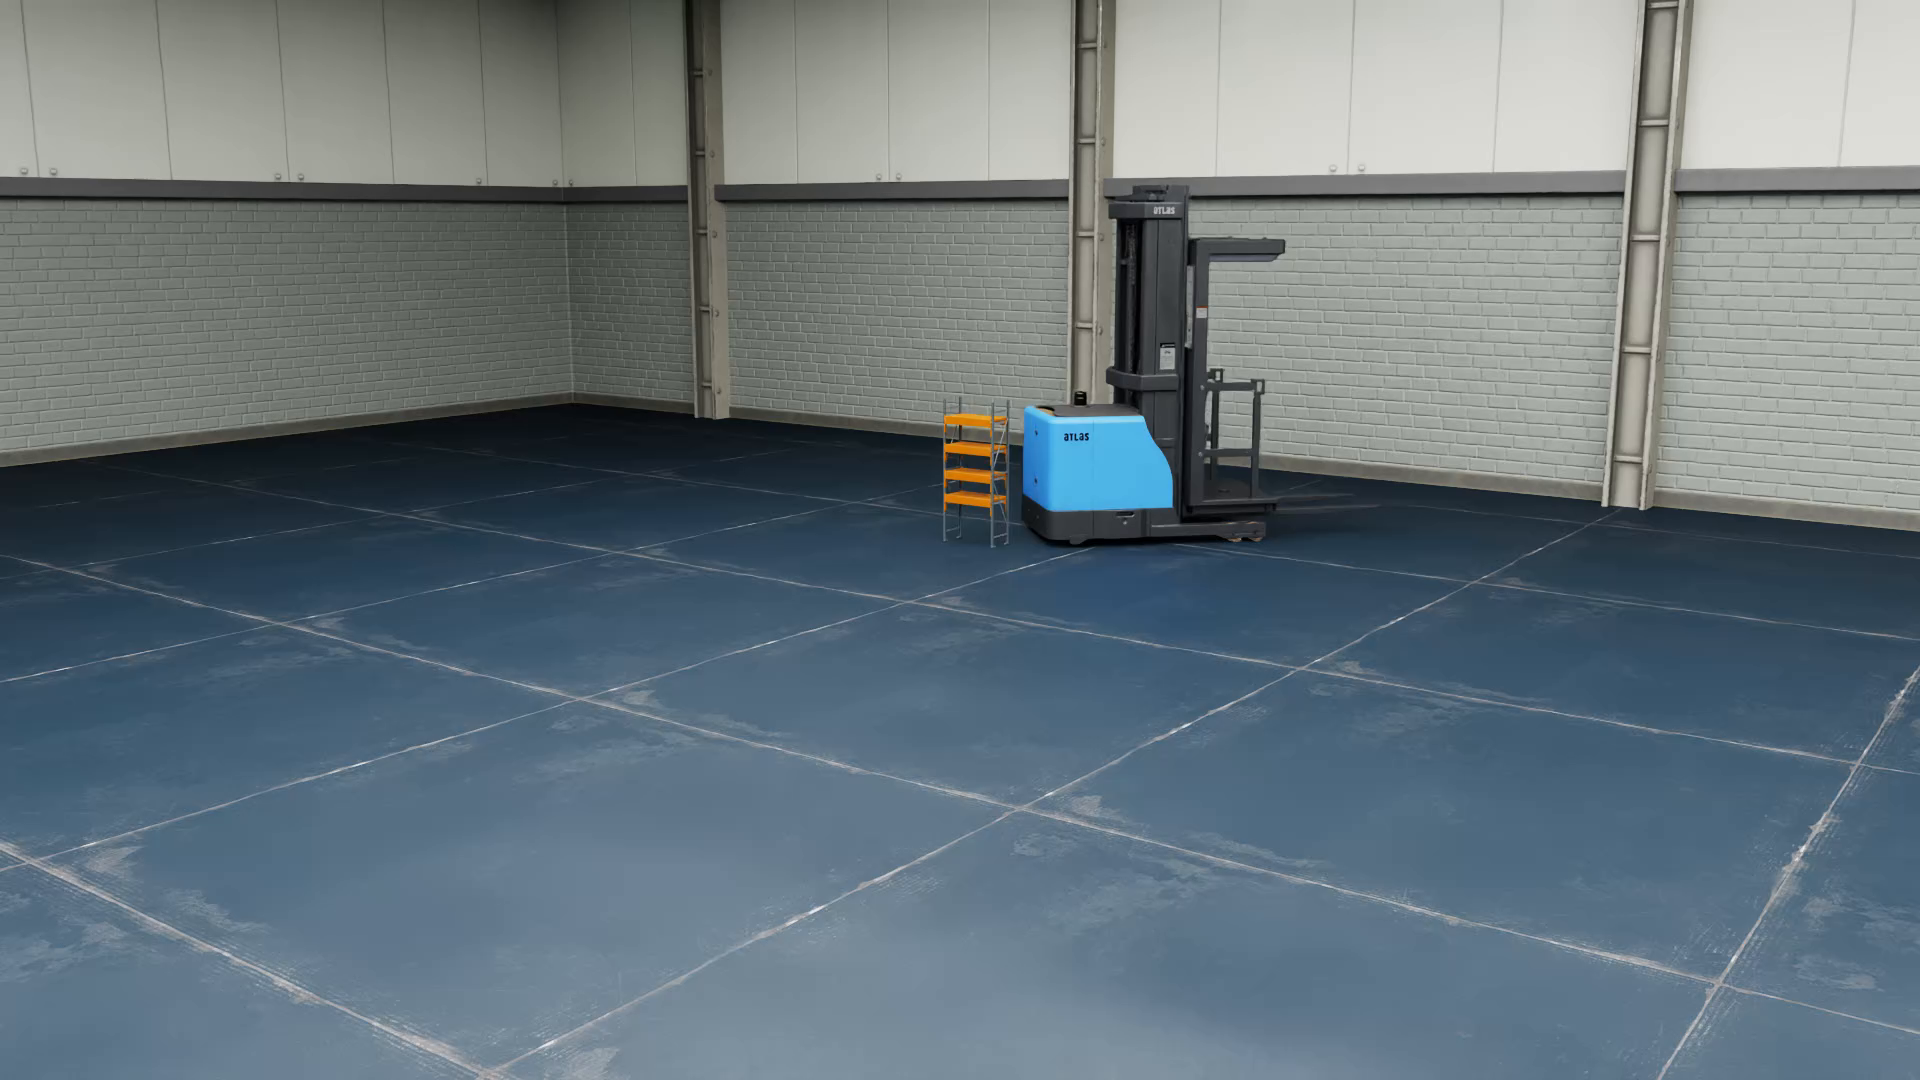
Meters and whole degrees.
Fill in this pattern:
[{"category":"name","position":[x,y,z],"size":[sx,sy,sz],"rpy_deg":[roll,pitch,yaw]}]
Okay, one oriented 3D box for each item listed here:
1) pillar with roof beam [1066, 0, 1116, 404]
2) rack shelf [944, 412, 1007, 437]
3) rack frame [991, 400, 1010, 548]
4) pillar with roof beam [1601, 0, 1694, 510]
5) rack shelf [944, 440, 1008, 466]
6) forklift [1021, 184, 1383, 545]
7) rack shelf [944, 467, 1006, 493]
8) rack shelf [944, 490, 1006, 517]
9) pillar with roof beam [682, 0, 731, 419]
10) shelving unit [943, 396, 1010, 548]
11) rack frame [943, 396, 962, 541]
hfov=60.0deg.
[{"category":"pillar with roof beam","position":[-1.084,-4.757,14.925],"size":[0.400,9.000,9.100],"rpy_deg":[8,13,36]},{"category":"rack shelf","position":[0.133,-0.956,13.745],"size":[0.480,0.148,0.258],"rpy_deg":[8,13,36]},{"category":"rack frame","position":[0.330,-0.543,13.678],"size":[0.015,1.200,0.240],"rpy_deg":[8,13,36]},{"category":"pillar with roof beam","position":[3.752,-4.082,11.438],"size":[0.400,9.000,9.100],"rpy_deg":[8,13,36]},{"category":"rack shelf","position":[0.133,-0.724,13.790],"size":[0.480,0.148,0.258],"rpy_deg":[8,13,36]},{"category":"forklift","position":[2.107,-1.517,14.155],"size":[3.031,2.935,1.130],"rpy_deg":[-2,11,-11]},{"category":"rack shelf","position":[0.133,-0.504,13.832],"size":[0.480,0.148,0.258],"rpy_deg":[8,13,36]},{"category":"rack shelf","position":[0.133,-0.309,13.870],"size":[0.480,0.148,0.258],"rpy_deg":[8,13,36]},{"category":"pillar with roof beam","position":[-5.920,-5.431,18.411],"size":[0.400,9.000,9.100],"rpy_deg":[8,13,36]},{"category":"shelving unit","position":[0.133,-0.570,13.820],"size":[0.503,1.200,0.258],"rpy_deg":[8,13,36]},{"category":"rack frame","position":[-0.063,-0.598,13.961],"size":[0.015,1.200,0.240],"rpy_deg":[8,13,36]}]
